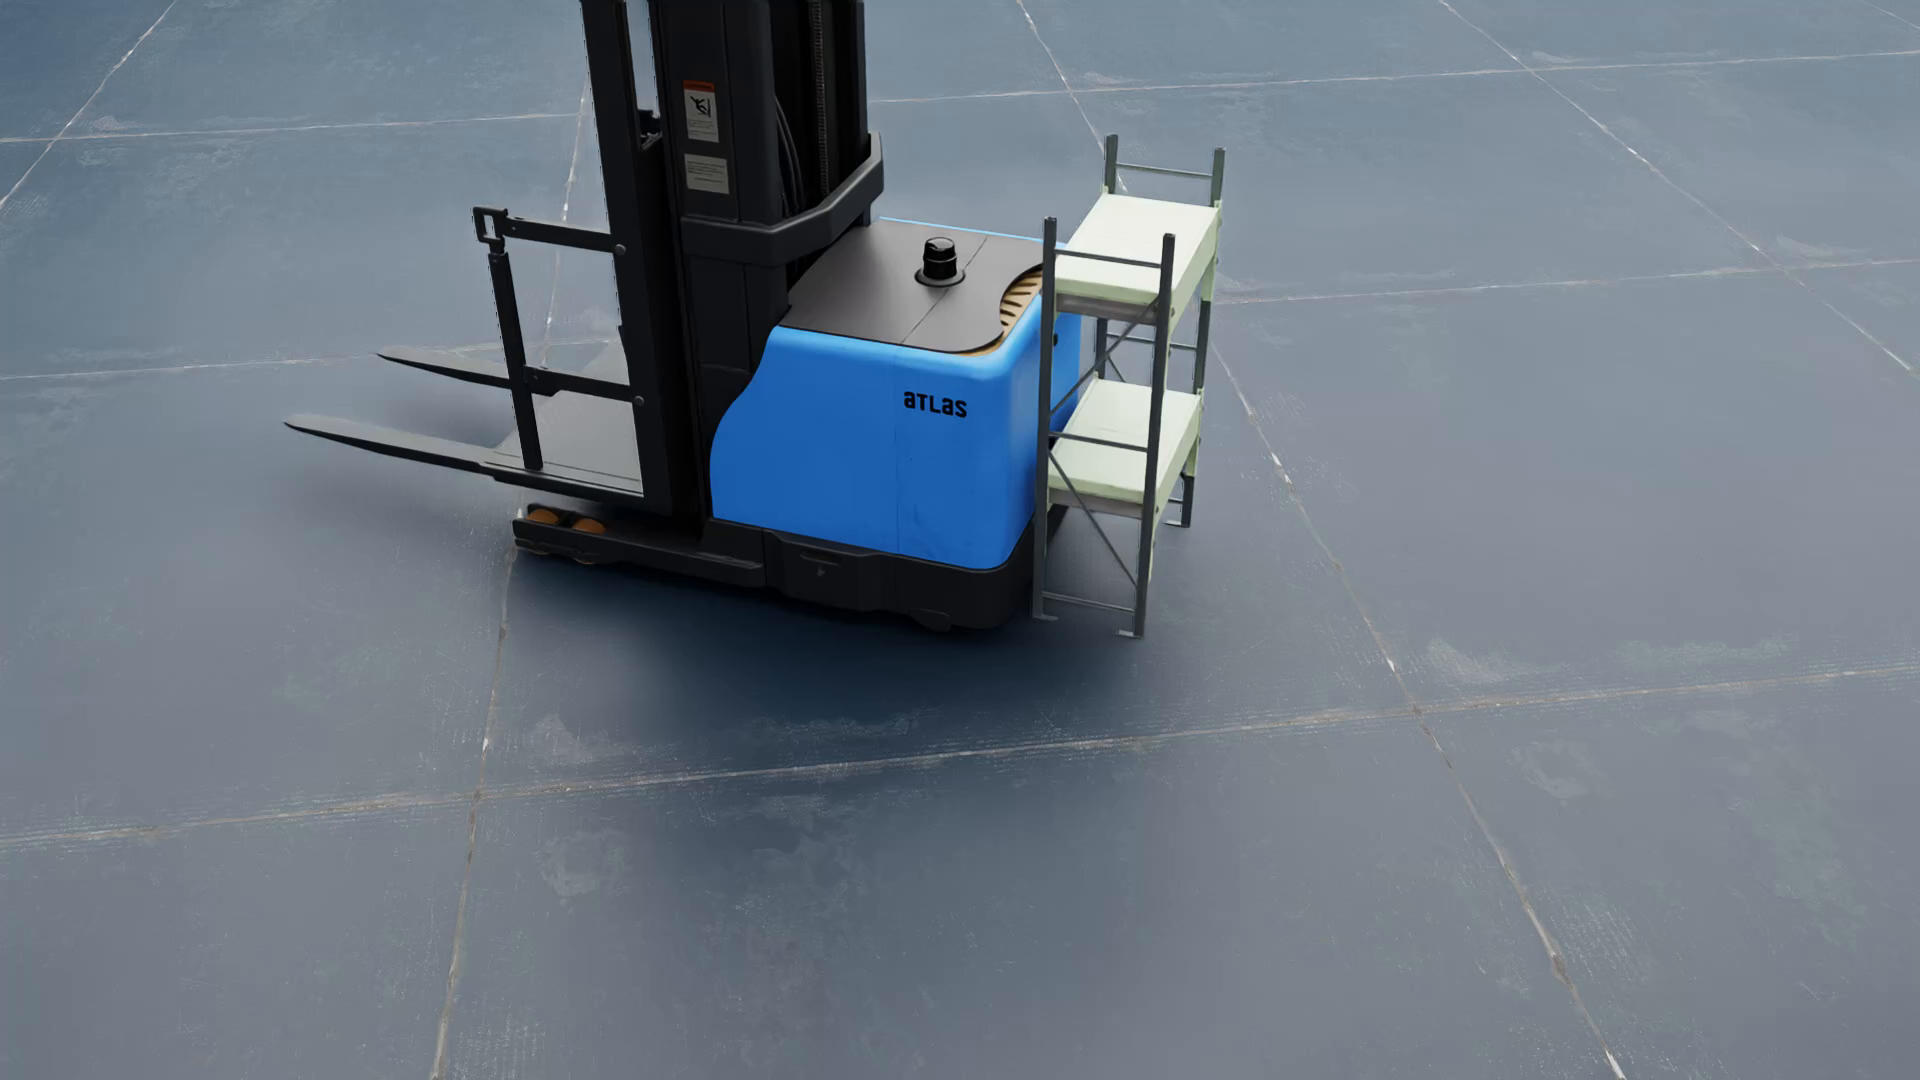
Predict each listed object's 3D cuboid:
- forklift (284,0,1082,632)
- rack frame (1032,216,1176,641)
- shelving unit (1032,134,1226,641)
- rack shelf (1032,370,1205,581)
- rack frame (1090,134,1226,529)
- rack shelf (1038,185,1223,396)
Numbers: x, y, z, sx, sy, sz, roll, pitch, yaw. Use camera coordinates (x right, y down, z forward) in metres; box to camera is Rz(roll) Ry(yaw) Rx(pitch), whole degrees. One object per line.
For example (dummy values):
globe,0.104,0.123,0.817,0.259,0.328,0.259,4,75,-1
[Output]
forklift,-1.122,-1.388,5.685,3.031,2.935,1.130,11,36,16
rack frame,0.445,-0.315,5.381,0.400,1.500,0.023,11,36,16
shelving unit,0.565,-0.510,5.667,0.431,1.500,0.755,11,36,16
rack shelf,0.565,-0.241,5.850,0.431,0.370,0.720,11,36,16
rack frame,0.685,-0.705,5.953,0.400,1.500,0.023,11,36,16
rack shelf,0.565,-0.833,5.447,0.431,0.370,0.720,11,36,16
